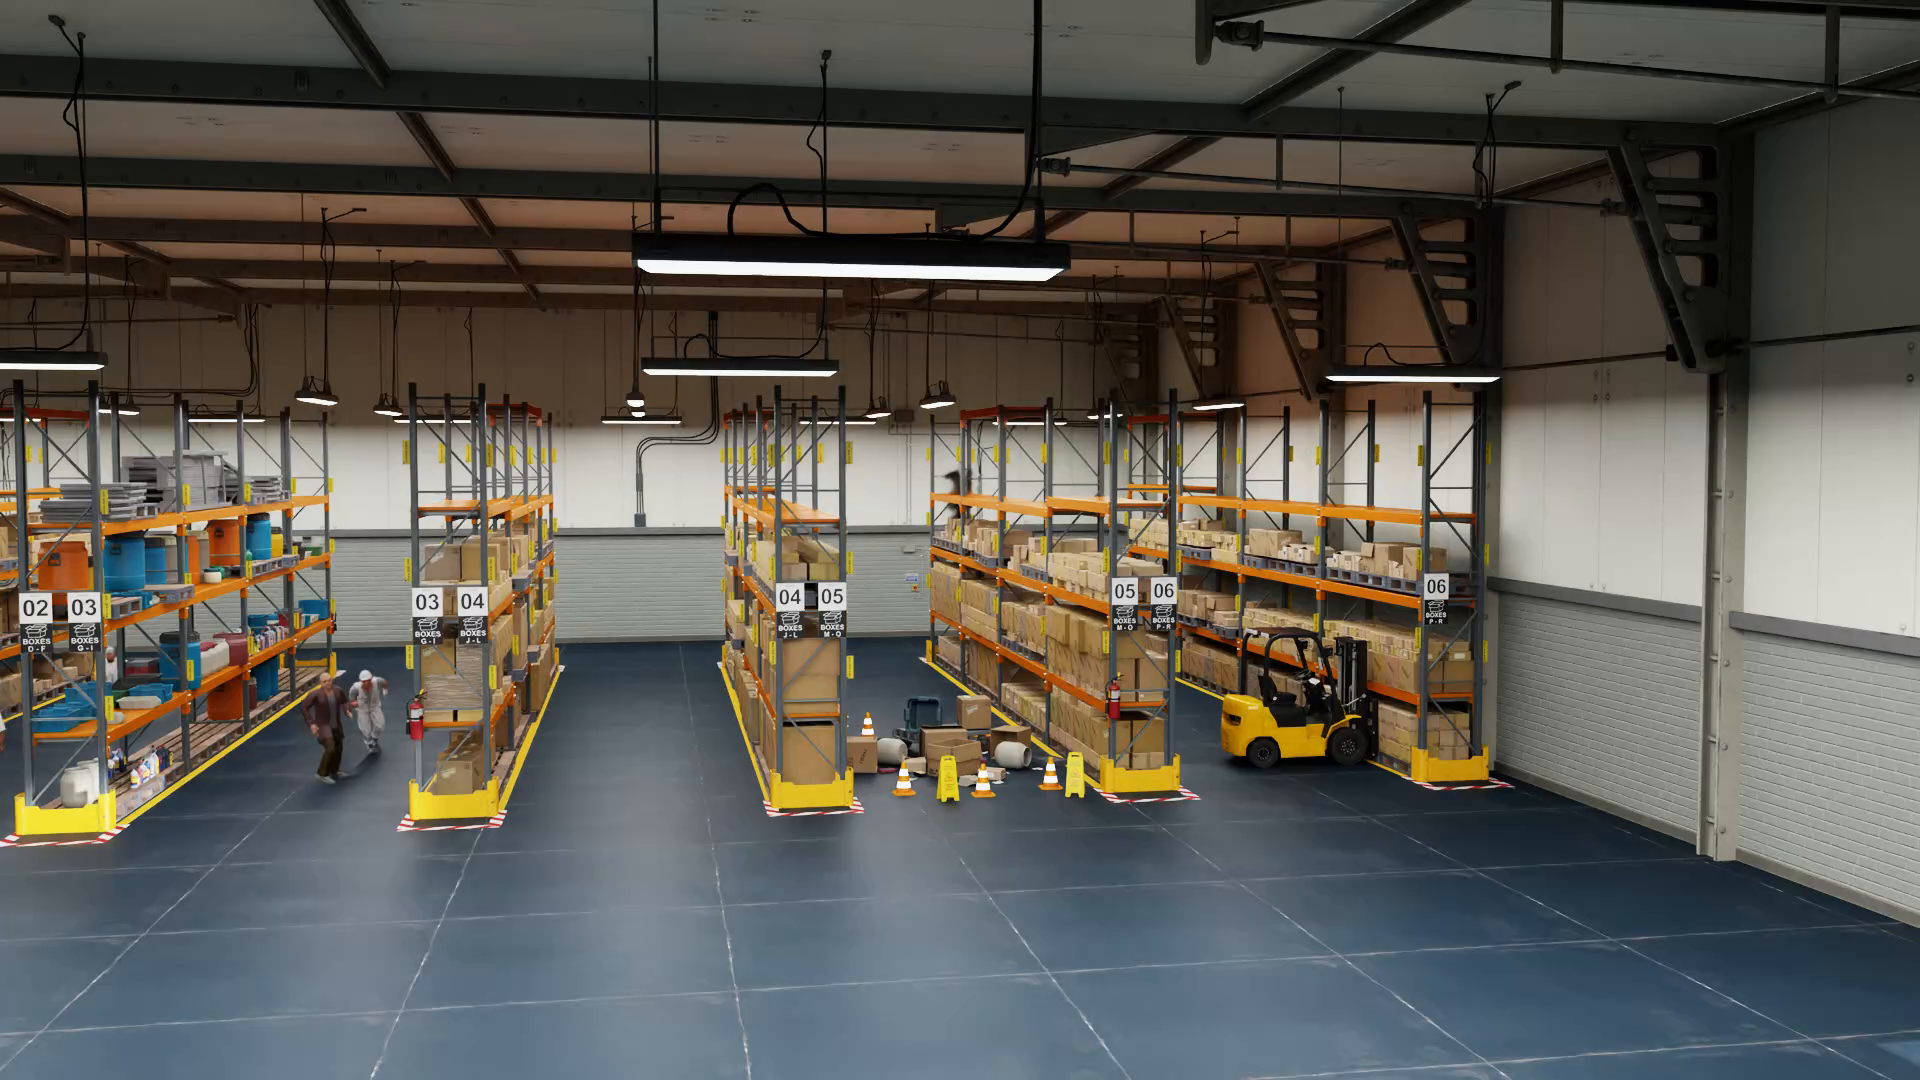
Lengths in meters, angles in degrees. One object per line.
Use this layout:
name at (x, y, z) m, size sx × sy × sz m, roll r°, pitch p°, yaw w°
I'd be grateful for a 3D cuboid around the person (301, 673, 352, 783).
person at (-9.681, 2.876, 25.555) m, size 0.801 × 1.715 × 0.730 m, roll 2°, pitch 3°, yaw 31°

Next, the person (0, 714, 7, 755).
person at (-13.678, 2.966, 23.155) m, size 0.707 × 1.704 × 0.737 m, roll -2°, pitch 3°, yaw -31°

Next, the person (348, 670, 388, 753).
person at (-9.782, 2.849, 27.536) m, size 0.666 × 1.483 × 0.975 m, roll -1°, pitch 3°, yaw -25°

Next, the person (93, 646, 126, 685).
person at (-15.101, 2.693, 29.686) m, size 0.601 × 1.641 × 0.934 m, roll -1°, pitch 3°, yaw -16°
